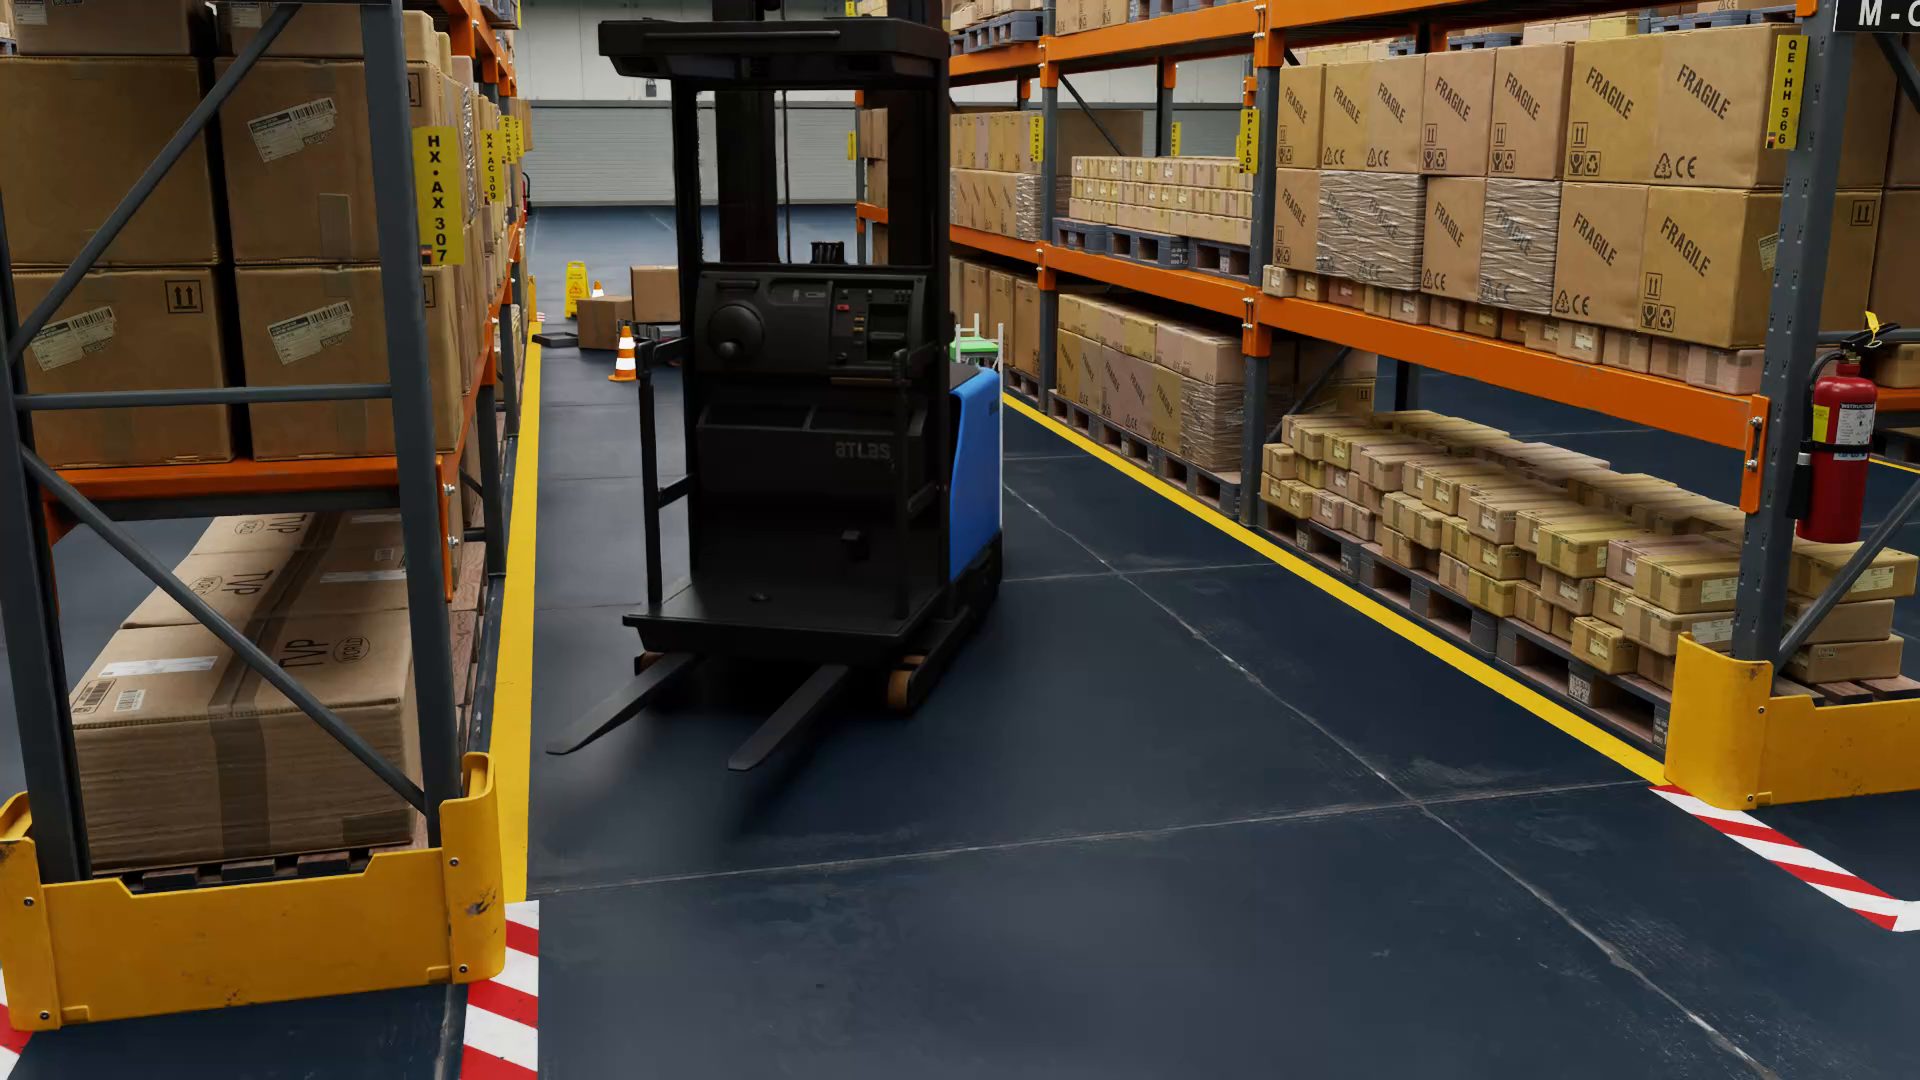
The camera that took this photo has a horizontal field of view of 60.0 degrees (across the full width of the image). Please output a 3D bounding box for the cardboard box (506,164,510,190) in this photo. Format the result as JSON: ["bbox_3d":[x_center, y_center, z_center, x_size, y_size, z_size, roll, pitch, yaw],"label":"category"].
[{"bbox_3d":[-4.047,-3.175,13.879,0.500,0.500,0.500,-3,14,-11],"label":"cardboard box"}]

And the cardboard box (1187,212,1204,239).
[{"bbox_3d":[1.593,-1.897,10.015,0.380,0.149,0.250,-4,14,-16],"label":"cardboard box"}]

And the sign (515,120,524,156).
[{"bbox_3d":[-4.072,-3.699,15.309,0.100,0.325,0.005,-3,14,-13],"label":"sign"}]

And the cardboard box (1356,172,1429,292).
[{"bbox_3d":[2.133,-1.392,7.466,0.500,0.500,0.500,-4,14,-14],"label":"cardboard box"}]

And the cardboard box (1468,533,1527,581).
[{"bbox_3d":[2.336,0.056,6.873,0.380,0.149,0.250,-3,14,-12],"label":"cardboard box"}]

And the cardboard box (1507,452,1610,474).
[{"bbox_3d":[2.770,-0.303,7.714,0.380,0.149,0.250,-4,14,-15],"label":"cardboard box"}]

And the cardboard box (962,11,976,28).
[{"bbox_3d":[0.179,-4.739,15.118,0.250,0.149,0.380,-3,14,-13],"label":"cardboard box"}]

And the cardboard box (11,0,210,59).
[{"bbox_3d":[-2.072,-1.258,4.071,0.380,0.149,0.250,-3,14,-12],"label":"cardboard box"}]

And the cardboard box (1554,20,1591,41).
[{"bbox_3d":[5.481,-4.329,14.321,0.500,0.250,0.500,-3,14,-13],"label":"cardboard box"}]

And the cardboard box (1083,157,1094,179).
[{"bbox_3d":[1.102,-2.673,11.940,0.380,0.149,0.250,-4,14,-15],"label":"cardboard box"}]

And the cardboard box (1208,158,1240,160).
[{"bbox_3d":[1.912,-2.529,11.350,0.380,0.149,0.250,-3,14,-13],"label":"cardboard box"}]

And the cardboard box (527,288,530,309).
[{"bbox_3d":[-5.094,-2.719,18.646,0.500,0.250,0.500,-3,14,-13],"label":"cardboard box"}]

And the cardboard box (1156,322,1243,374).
[{"bbox_3d":[1.527,-1.190,10.279,0.500,0.250,0.500,-3,14,-11],"label":"cardboard box"}]

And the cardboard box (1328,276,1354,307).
[{"bbox_3d":[2.051,-1.239,8.208,0.380,0.149,0.250,-4,14,-16],"label":"cardboard box"}]

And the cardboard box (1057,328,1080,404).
[{"bbox_3d":[1.034,-1.294,12.285,0.500,0.500,0.500,-4,14,-16],"label":"cardboard box"}]

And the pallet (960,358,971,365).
[{"bbox_3d":[0.431,-1.876,16.161,1.003,0.211,1.213,-3,14,-13],"label":"pallet"}]

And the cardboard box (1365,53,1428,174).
[{"bbox_3d":[2.150,-1.883,7.371,0.500,0.500,0.500,-3,14,-12],"label":"cardboard box"}]

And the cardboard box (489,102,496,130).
[{"bbox_3d":[-3.057,-2.379,10.028,0.500,0.500,0.500,-3,14,-13],"label":"cardboard box"}]

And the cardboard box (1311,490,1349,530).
[{"bbox_3d":[2.000,-0.160,8.385,0.380,0.149,0.250,-3,14,-13],"label":"cardboard box"}]

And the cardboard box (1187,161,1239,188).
[{"bbox_3d":[1.587,-2.194,9.977,0.380,0.149,0.250,-3,14,-13],"label":"cardboard box"}]

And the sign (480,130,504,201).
[{"bbox_3d":[-2.193,-1.750,7.779,0.100,0.325,0.005,-3,14,-13],"label":"sign"}]

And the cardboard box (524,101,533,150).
[{"bbox_3d":[-4.887,-4.372,17.558,0.700,0.500,0.500,-3,14,-14],"label":"cardboard box"}]

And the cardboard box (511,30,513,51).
[{"bbox_3d":[-4.804,-5.102,16.858,0.500,0.250,0.500,-3,14,-13],"label":"cardboard box"}]

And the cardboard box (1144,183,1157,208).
[{"bbox_3d":[1.406,-2.226,10.737,0.380,0.149,0.250,-3,14,-11],"label":"cardboard box"}]

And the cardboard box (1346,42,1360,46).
[{"bbox_3d":[4.458,-5.476,18.178,0.380,0.149,0.250,-4,14,-15],"label":"cardboard box"}]

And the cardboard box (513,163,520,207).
[{"bbox_3d":[-4.444,-3.415,15.749,0.500,0.500,0.500,-3,14,-13],"label":"cardboard box"}]

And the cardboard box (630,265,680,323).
[{"bbox_3d":[-2.888,-2.365,15.958,0.500,0.500,0.500,-3,14,-13],"label":"cardboard box"}]

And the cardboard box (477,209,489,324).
[{"bbox_3d":[-2.375,-1.215,7.371,0.500,0.500,0.500,-3,14,-13],"label":"cardboard box"}]

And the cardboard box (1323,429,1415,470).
[{"bbox_3d":[2.049,-0.454,8.332,0.380,0.149,0.250,-3,14,-14],"label":"cardboard box"}]

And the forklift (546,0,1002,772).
[{"bbox_3d":[-0.637,-0.869,6.309,1.130,2.935,3.031,3,14,13],"label":"forklift"}]

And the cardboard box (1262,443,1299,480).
[{"bbox_3d":[1.830,-0.421,8.825,0.380,0.149,0.250,-3,14,-11],"label":"cardboard box"}]

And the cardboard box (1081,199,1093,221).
[{"bbox_3d":[1.088,-2.387,12.023,0.380,0.149,0.250,-3,14,-10],"label":"cardboard box"}]

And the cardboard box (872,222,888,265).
[{"bbox_3d":[-0.539,-3.346,19.896,0.875,0.875,0.875,-3,14,-13],"label":"cardboard box"}]

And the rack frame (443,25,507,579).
[{"bbox_3d":[-2.732,-1.260,7.763,1.000,3.000,0.127,-3,14,-13],"label":"rack frame"}]

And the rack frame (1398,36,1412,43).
[{"bbox_3d":[5.022,-6.572,16.866,1.000,3.000,0.127,-3,14,-13],"label":"rack frame"}]

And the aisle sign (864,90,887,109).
[{"bbox_3d":[-1.071,-5.590,20.009,0.394,0.787,0.004,-3,14,-13],"label":"aisle sign"}]

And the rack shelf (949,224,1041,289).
[{"bbox_3d":[0.646,-2.594,14.738,1.077,0.370,4.000,-3,14,-13],"label":"rack shelf"}]

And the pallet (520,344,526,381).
[{"bbox_3d":[-4.427,-1.571,14.913,1.003,0.211,1.213,-3,14,-13],"label":"pallet"}]

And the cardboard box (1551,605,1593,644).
[{"bbox_3d":[2.531,0.316,6.437,0.380,0.149,0.250,-3,14,-13],"label":"cardboard box"}]

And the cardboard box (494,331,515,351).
[{"bbox_3d":[-3.976,-1.411,13.033,0.950,0.372,0.625,-4,14,-14],"label":"cardboard box"}]

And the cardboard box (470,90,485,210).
[{"bbox_3d":[-2.353,-1.700,7.250,0.500,0.500,0.500,-3,14,-14],"label":"cardboard box"}]

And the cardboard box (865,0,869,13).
[{"bbox_3d":[-0.875,-6.091,18.970,0.380,0.149,0.250,-3,14,-14],"label":"cardboard box"}]

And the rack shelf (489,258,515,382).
[{"bbox_3d":[-3.202,-1.372,9.737,1.077,0.370,4.000,-3,14,-13],"label":"rack shelf"}]

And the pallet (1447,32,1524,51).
[{"bbox_3d":[5.310,-4.636,15.658,1.213,0.211,1.003,-3,14,-13],"label":"pallet"}]

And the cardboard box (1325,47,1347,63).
[{"bbox_3d":[4.423,-5.371,18.586,0.500,0.250,0.500,-3,14,-14],"label":"cardboard box"}]

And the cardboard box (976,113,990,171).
[{"bbox_3d":[0.540,-3.589,14.981,0.700,0.500,0.500,-3,14,-13],"label":"cardboard box"}]

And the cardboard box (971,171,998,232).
[{"bbox_3d":[0.392,-2.968,14.543,0.500,0.500,0.500,-3,14,-12],"label":"cardboard box"}]

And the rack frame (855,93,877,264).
[{"bbox_3d":[-0.763,-4.327,20.319,1.000,3.000,0.127,-3,14,-13],"label":"rack frame"}]

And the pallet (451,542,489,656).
[{"bbox_3d":[-2.630,0.275,7.358,1.003,0.211,1.213,-3,14,-13],"label":"pallet"}]

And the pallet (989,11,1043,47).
[{"bbox_3d":[0.913,-3.993,13.027,1.213,0.211,1.003,-3,14,-11],"label":"pallet"}]

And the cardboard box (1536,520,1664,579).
[{"bbox_3d":[2.437,0.034,6.336,0.380,0.149,0.250,-4,14,-14],"label":"cardboard box"}]

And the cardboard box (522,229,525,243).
[{"bbox_3d":[-4.901,-3.266,17.938,0.380,0.149,0.250,-3,14,-12],"label":"cardboard box"}]

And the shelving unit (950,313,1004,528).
[{"bbox_3d":[0.039,-0.545,8.628,0.258,1.200,0.503,-3,14,-13],"label":"shelving unit"}]

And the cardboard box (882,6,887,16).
[{"bbox_3d":[-0.542,-5.634,17.940,0.500,0.250,0.500,-3,14,-13],"label":"cardboard box"}]

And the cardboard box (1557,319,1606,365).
[{"bbox_3d":[2.466,-0.748,6.196,0.380,0.149,0.250,-3,14,-12],"label":"cardboard box"}]
